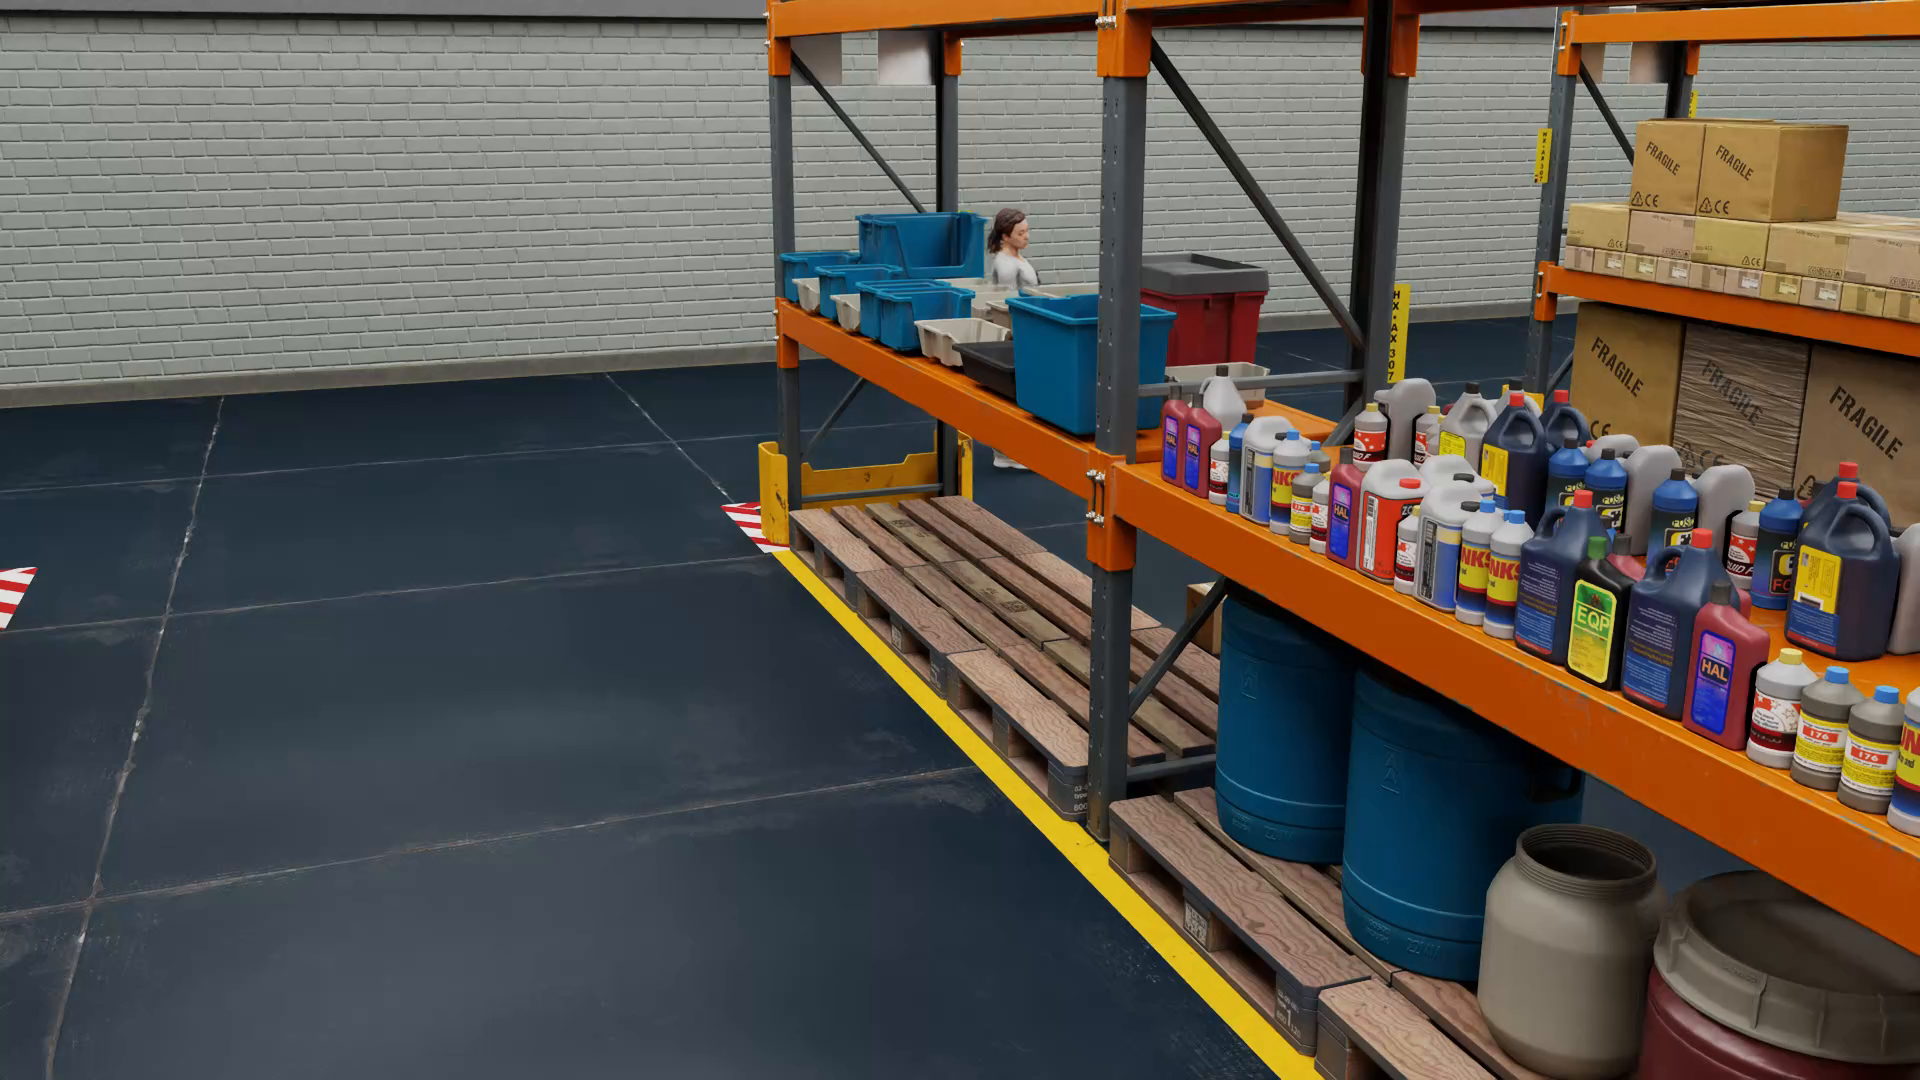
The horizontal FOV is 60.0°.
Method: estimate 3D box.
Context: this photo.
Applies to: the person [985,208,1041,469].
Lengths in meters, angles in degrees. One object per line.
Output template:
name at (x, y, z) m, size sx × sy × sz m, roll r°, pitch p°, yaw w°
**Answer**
person at (0.378, -1.242, 10.407) m, size 0.440 × 1.659 × 0.500 m, roll 3°, pitch 16°, yaw 10°
